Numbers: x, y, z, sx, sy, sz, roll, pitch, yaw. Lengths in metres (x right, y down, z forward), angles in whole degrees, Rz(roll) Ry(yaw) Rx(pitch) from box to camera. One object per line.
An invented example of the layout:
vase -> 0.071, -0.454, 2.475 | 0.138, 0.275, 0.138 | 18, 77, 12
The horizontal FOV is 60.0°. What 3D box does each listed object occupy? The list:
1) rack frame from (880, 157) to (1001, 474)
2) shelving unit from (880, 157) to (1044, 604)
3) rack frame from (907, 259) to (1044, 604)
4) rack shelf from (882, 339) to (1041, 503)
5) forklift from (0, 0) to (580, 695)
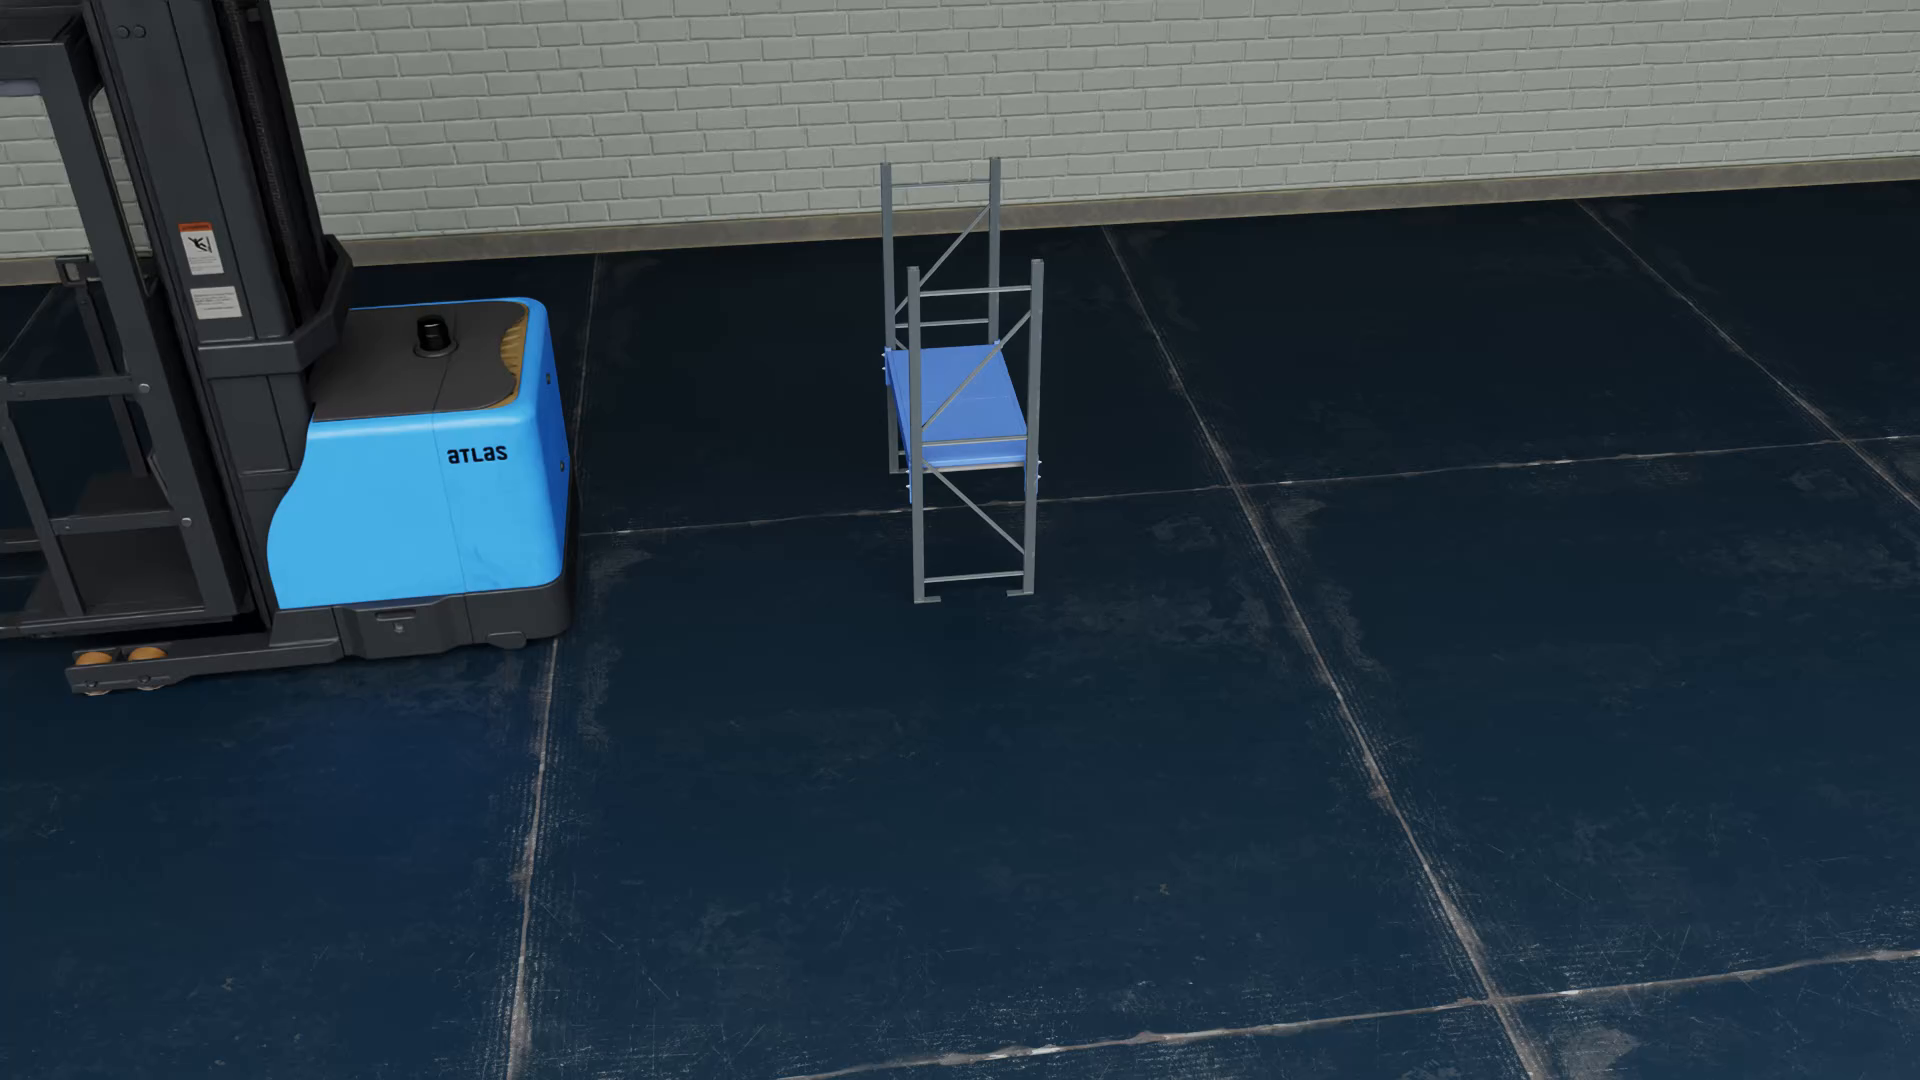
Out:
rack frame -> -0.080, -0.951, 7.314 | 0.500, 1.500, 0.032 | -4, 35, -6
shelving unit -> -0.011, -0.667, 6.897 | 0.538, 1.500, 1.048 | -4, 35, -6
rack frame -> 0.057, -0.384, 6.481 | 0.500, 1.500, 0.032 | -4, 35, -6
rack shelf -> -0.011, -0.519, 6.999 | 0.538, 0.185, 1.000 | -4, 35, -6
forklift -> -3.109, -0.936, 6.021 | 3.031, 2.935, 1.130 | -5, 35, -7
